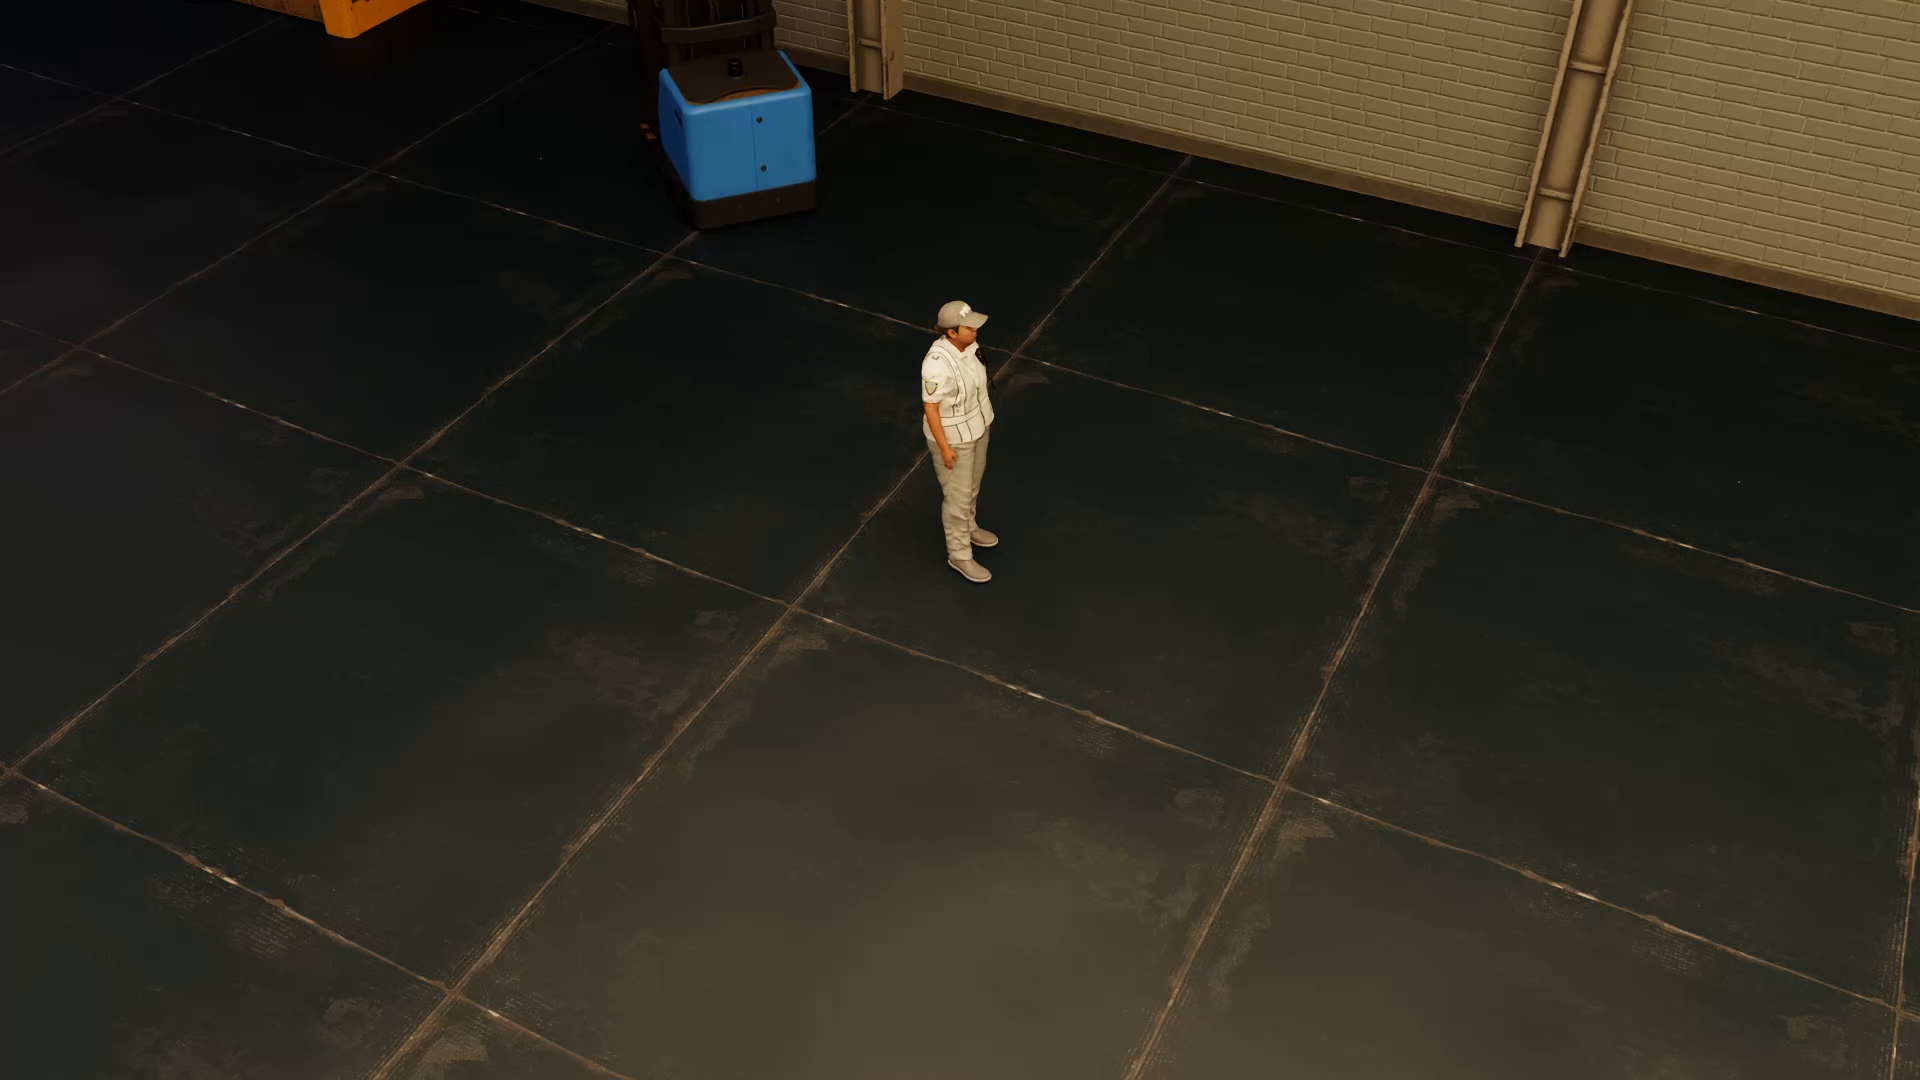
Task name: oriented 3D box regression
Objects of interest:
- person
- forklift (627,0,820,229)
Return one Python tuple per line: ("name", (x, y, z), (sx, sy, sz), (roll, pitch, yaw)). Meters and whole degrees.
("person", (0.057, -0.608, 9.677), (0.529, 1.670, 0.598), (18, 43, 21))
("forklift", (-2.135, -4.515, 13.347), (1.130, 2.935, 3.031), (-14, 42, -16))
